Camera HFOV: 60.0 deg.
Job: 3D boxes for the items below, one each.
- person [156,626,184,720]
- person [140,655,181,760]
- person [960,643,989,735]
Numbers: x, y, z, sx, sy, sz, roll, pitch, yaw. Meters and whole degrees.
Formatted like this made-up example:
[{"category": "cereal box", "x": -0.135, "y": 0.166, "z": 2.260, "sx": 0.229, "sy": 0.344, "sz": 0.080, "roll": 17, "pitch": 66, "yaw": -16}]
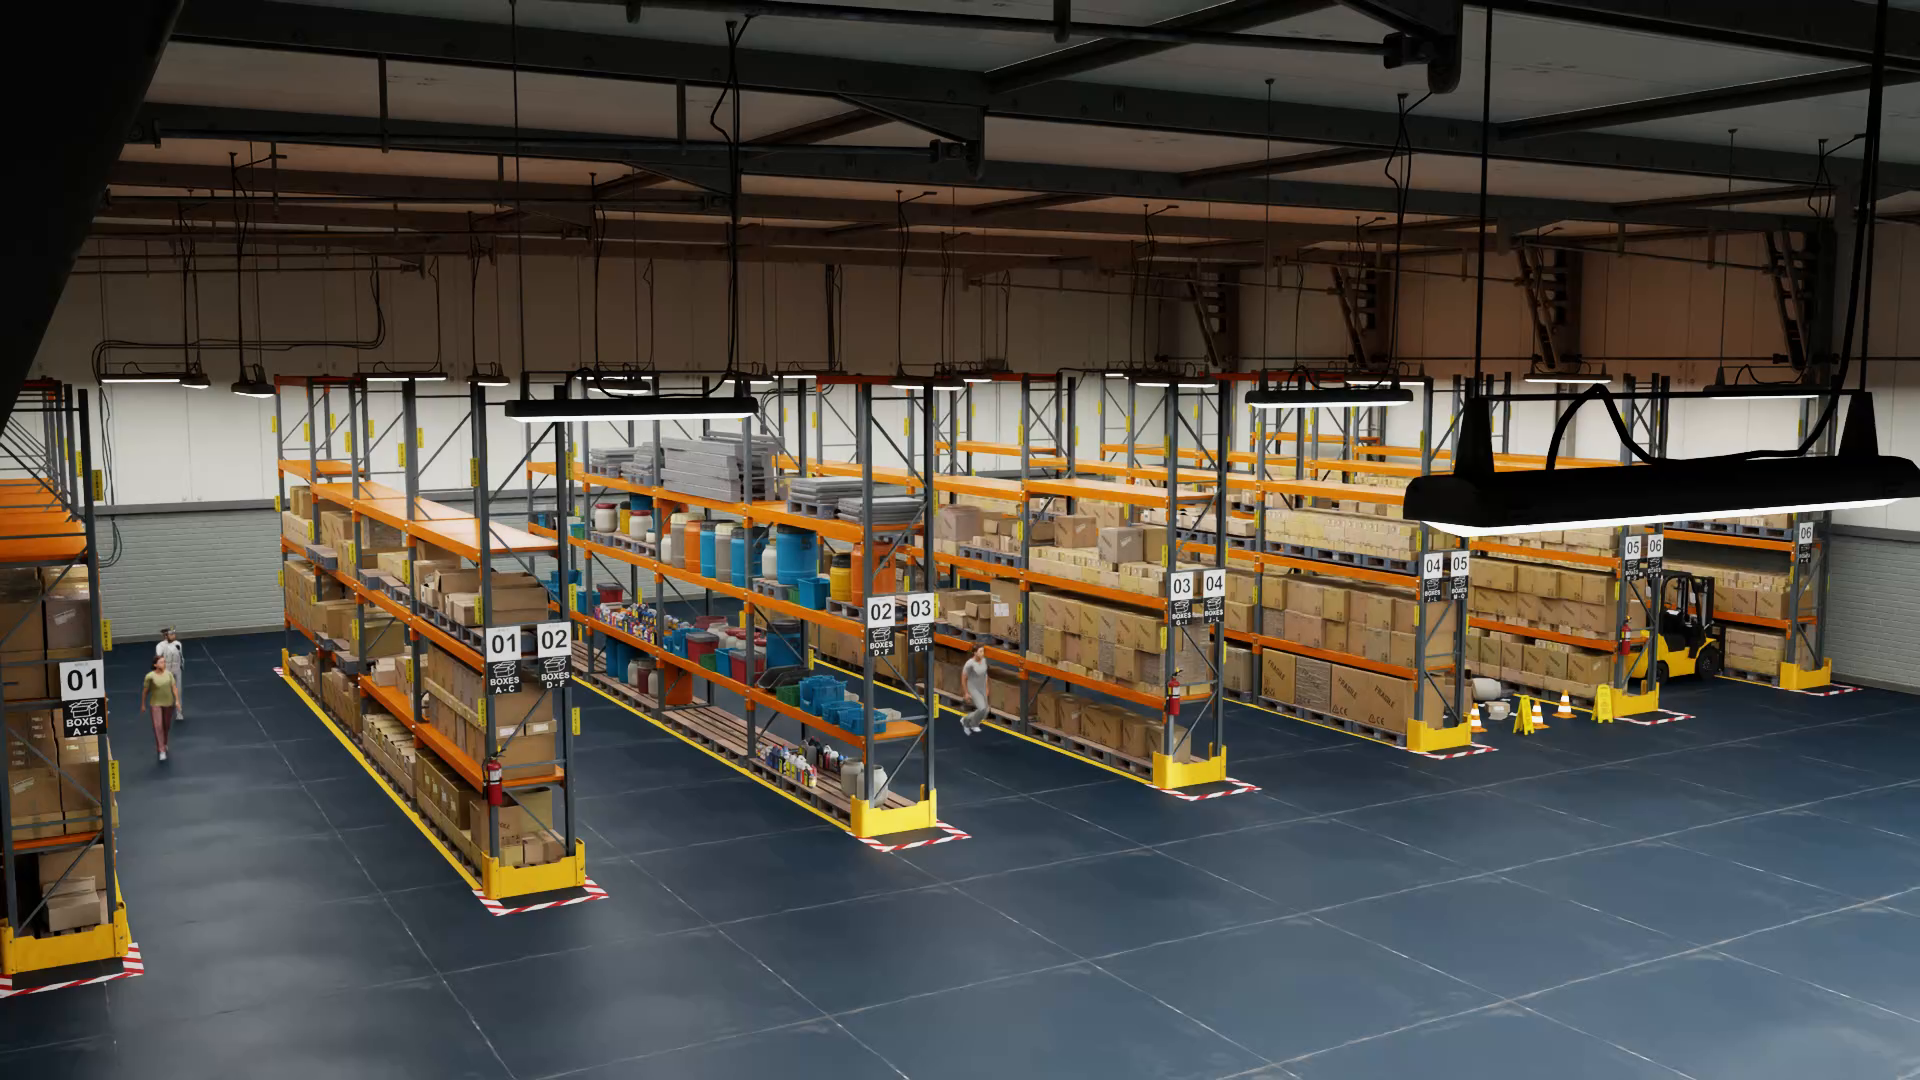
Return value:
[{"category": "person", "x": -13.896, "y": 2.306, "z": 29.234, "sx": 0.458, "sy": 1.620, "sz": 1.049, "roll": -4, "pitch": 7, "yaw": -30}, {"category": "person", "x": -12.671, "y": 2.619, "z": 26.374, "sx": 0.533, "sy": 1.600, "sz": 1.044, "roll": -5, "pitch": 8, "yaw": -39}, {"category": "person", "x": 0.240, "y": 2.443, "z": 27.092, "sx": 0.532, "sy": 1.575, "sz": 0.716, "roll": -6, "pitch": 8, "yaw": -42}]
